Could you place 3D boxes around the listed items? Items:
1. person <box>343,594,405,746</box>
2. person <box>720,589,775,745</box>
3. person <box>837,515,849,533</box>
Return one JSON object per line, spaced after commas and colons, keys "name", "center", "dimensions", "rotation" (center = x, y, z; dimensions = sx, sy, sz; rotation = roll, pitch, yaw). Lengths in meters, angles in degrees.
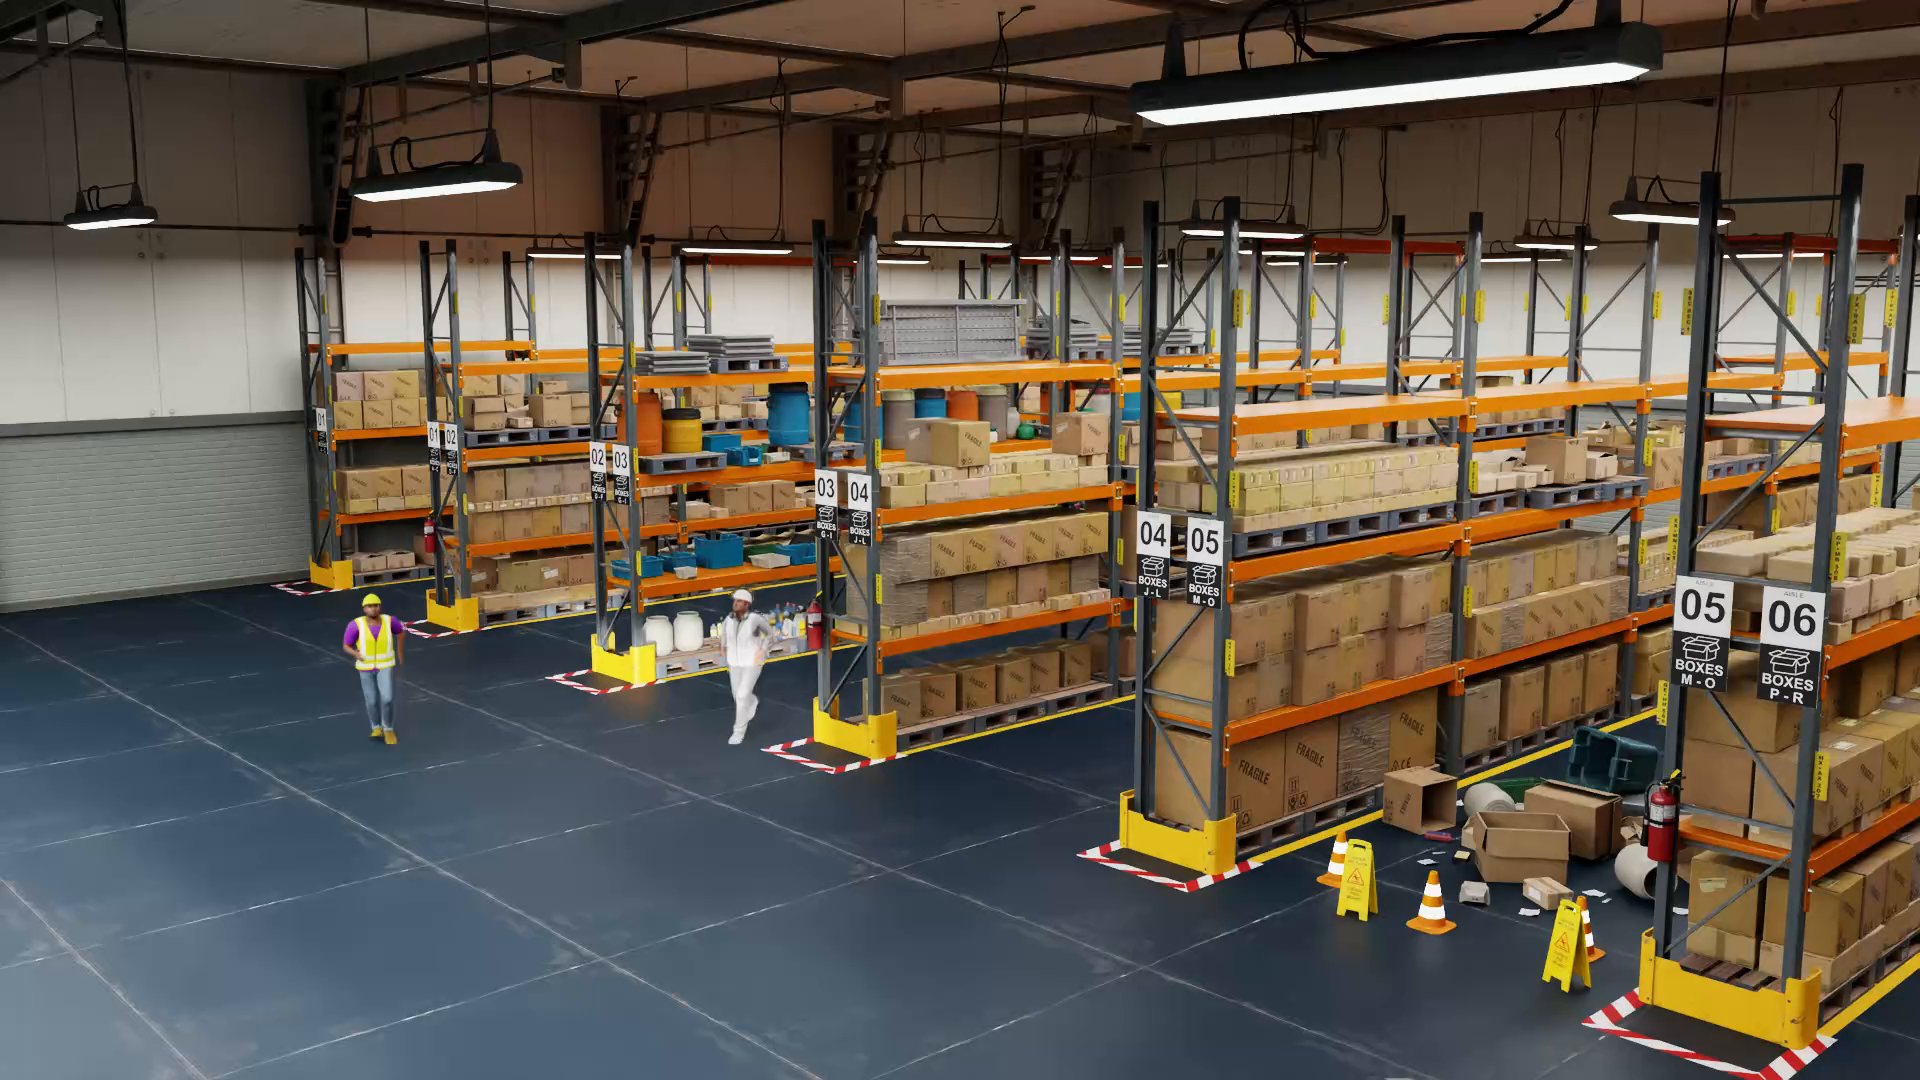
{"name": "person", "center": [-6.749, 1.502, 19.192], "dimensions": [0.681, 1.788, 0.734], "rotation": [-3, 9, -18]}
{"name": "person", "center": [-2.512, 1.450, 19.548], "dimensions": [0.670, 1.775, 0.856], "rotation": [4, 9, 23]}
{"name": "person", "center": [-2.330, -0.693, 34.029], "dimensions": [1.040, 1.765, 0.727], "rotation": [-7, 11, -40]}
